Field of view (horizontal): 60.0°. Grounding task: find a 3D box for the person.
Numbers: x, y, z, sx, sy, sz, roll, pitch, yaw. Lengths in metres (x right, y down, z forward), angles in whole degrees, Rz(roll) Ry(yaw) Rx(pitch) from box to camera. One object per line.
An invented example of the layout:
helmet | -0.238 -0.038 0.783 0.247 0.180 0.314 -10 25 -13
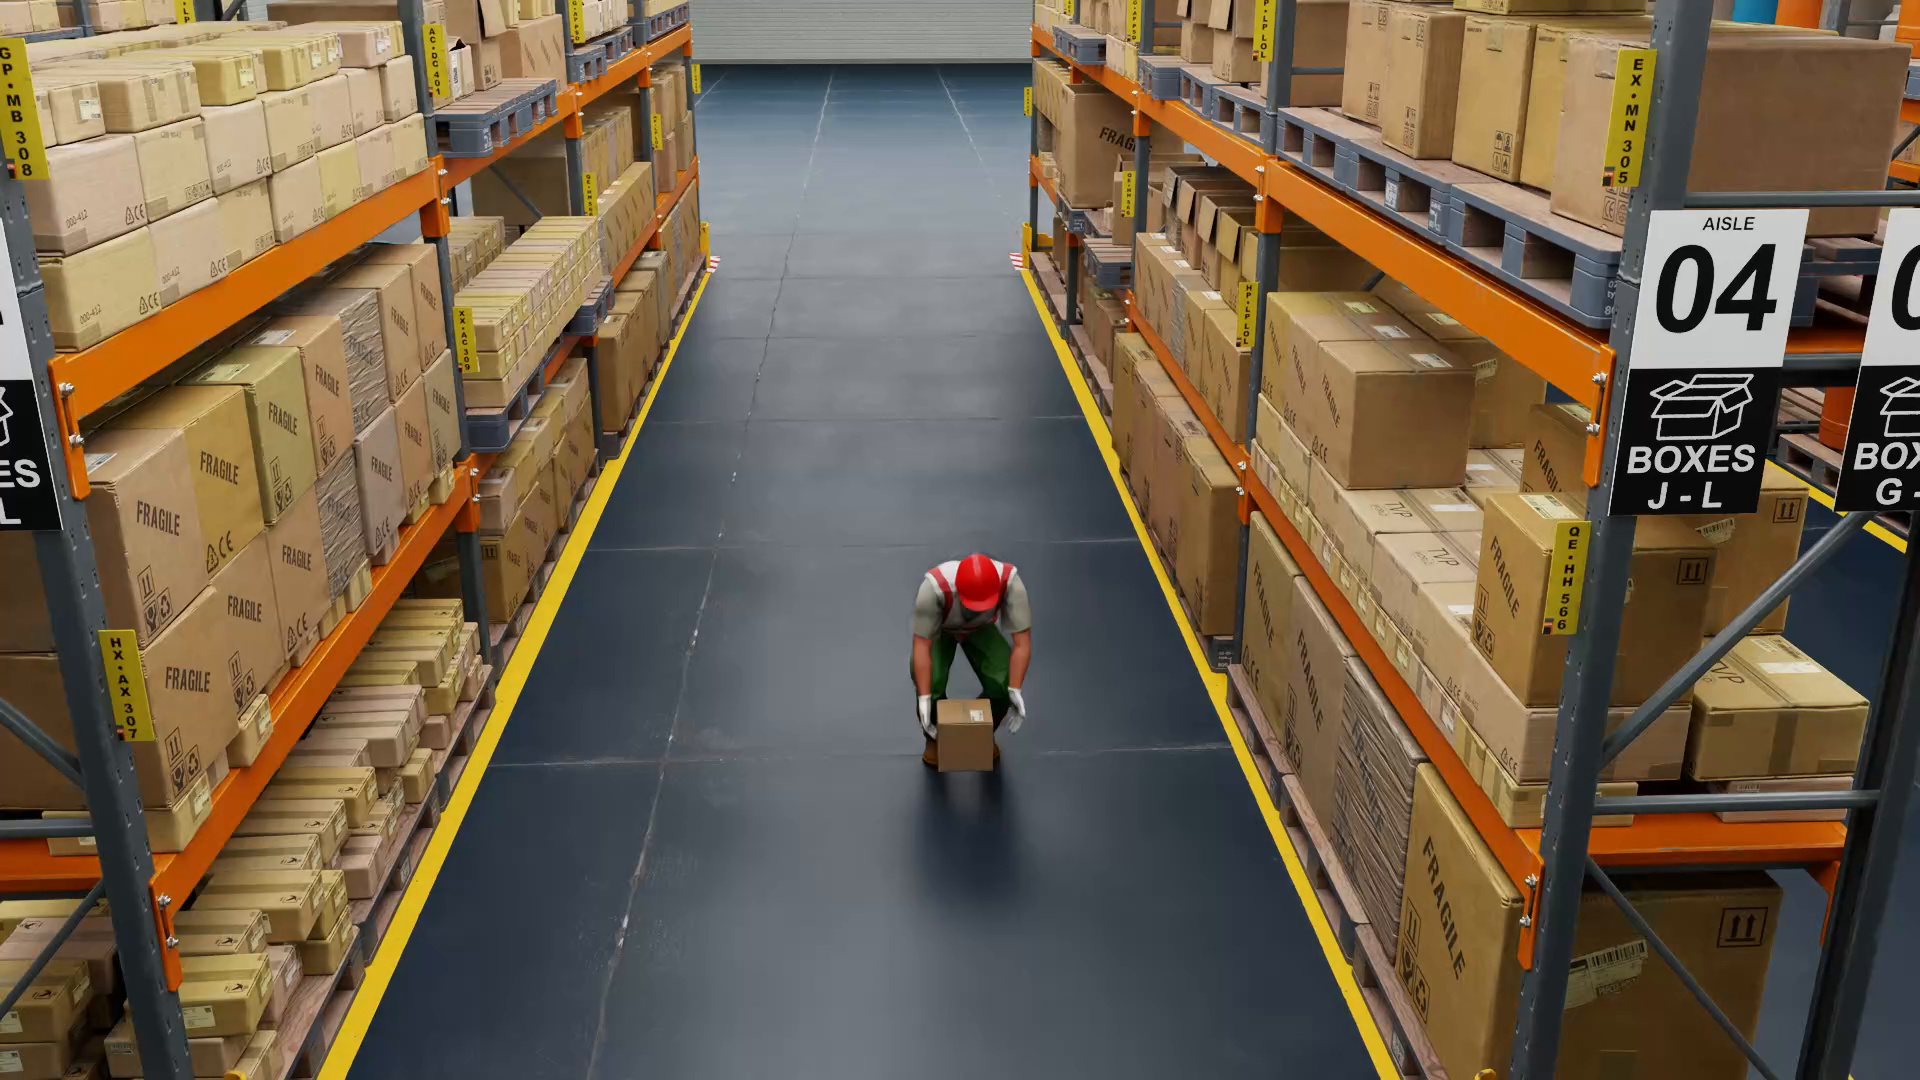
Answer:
person | 0.047 0.525 7.991 0.580 1.186 0.845 -1 20 -3
